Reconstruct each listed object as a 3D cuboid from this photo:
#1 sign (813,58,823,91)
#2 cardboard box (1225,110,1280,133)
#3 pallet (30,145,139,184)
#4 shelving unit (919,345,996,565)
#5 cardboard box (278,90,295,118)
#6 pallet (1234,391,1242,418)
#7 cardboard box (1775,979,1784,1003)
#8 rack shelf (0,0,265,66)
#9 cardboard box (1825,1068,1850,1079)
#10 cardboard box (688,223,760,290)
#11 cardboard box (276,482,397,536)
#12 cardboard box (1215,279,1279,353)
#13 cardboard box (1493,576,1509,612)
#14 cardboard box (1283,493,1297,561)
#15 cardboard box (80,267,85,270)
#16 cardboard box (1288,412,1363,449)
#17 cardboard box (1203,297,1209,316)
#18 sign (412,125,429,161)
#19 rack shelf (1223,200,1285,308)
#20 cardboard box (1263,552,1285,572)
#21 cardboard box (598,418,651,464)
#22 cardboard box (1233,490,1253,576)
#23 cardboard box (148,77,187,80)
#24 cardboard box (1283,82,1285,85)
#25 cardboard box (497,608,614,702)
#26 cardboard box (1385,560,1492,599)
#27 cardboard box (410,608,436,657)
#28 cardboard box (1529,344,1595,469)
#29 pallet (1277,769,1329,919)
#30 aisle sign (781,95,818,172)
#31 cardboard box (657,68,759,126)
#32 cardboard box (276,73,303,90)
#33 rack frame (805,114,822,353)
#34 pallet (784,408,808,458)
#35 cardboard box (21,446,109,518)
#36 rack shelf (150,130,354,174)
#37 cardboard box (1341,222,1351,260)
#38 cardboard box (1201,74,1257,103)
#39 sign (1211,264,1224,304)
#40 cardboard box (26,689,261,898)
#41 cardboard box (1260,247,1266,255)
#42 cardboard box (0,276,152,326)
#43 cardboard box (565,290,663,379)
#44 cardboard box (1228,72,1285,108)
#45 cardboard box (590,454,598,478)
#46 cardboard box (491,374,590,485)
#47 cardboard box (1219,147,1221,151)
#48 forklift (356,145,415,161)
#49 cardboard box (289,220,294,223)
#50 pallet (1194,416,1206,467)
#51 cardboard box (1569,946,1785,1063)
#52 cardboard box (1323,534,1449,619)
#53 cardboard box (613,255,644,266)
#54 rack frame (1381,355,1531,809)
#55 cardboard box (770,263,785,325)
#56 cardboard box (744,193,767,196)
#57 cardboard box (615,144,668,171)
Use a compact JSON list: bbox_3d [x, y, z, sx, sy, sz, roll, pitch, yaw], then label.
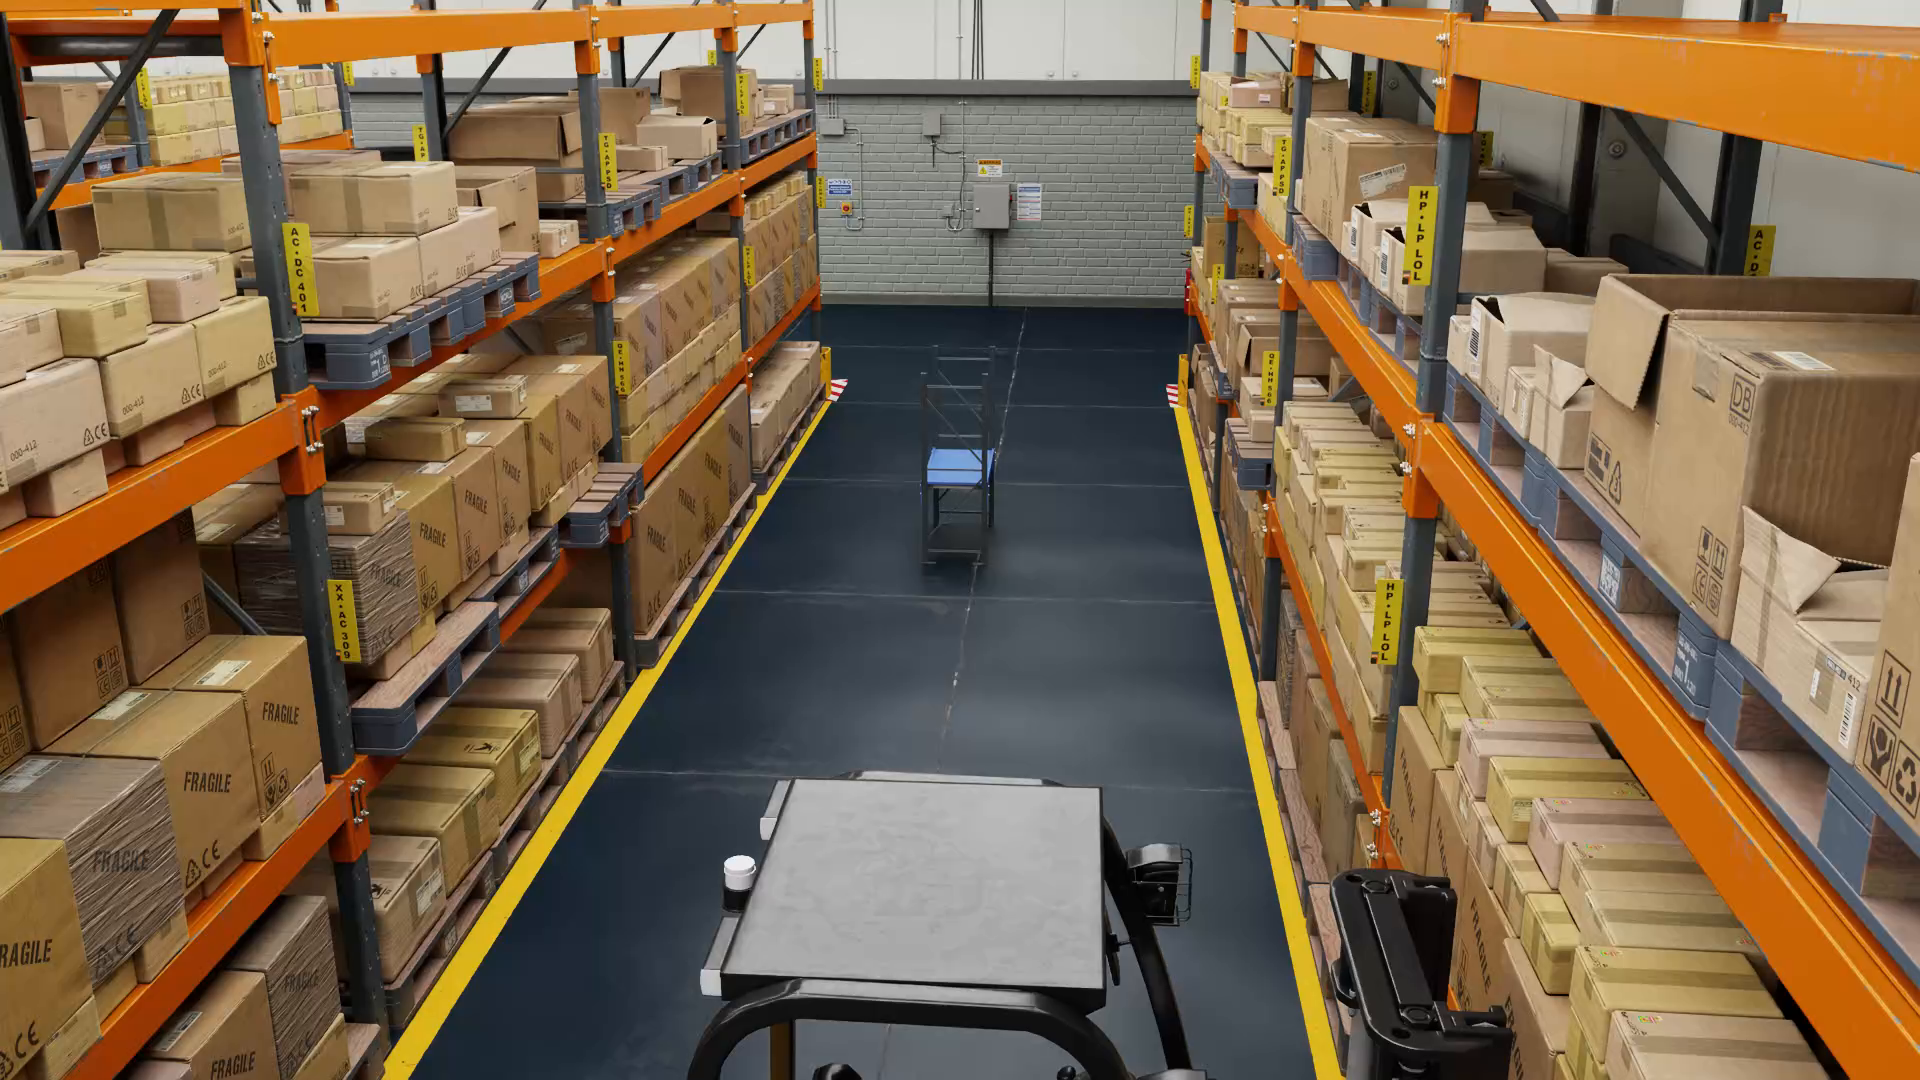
[{"bbox_3d":[-1.472,-4.812,17.179,0.100,0.325,0.005,1,18,4],"label":"sign"},{"bbox_3d":[2.185,-3.117,12.392,0.380,0.149,0.250,1,18,3],"label":"cardboard box"},{"bbox_3d":[-7.394,-3.003,13.256,1.213,0.211,1.003,1,18,4],"label":"pallet"},{"bbox_3d":[-0.006,-0.686,13.109,0.538,1.500,1.048,1,18,4],"label":"shelving unit"},{"bbox_3d":[-6.811,-4.224,16.117,0.500,0.250,0.500,2,18,5],"label":"cardboard box"},{"bbox_3d":[2.500,-0.938,11.778,1.003,0.211,1.213,1,18,4],"label":"pallet"},{"bbox_3d":[2.202,1.045,4.213,0.380,0.149,0.250,1,18,2],"label":"cardboard box"},{"bbox_3d":[-3.016,-1.179,3.730,1.077,0.370,4.000,1,18,4],"label":"rack shelf"},{"bbox_3d":[2.151,1.545,3.729,0.500,0.500,0.500,1,18,3],"label":"cardboard box"},{"bbox_3d":[-2.023,-2.443,14.294,0.500,0.500,0.500,1,18,4],"label":"cardboard box"},{"bbox_3d":[-2.486,-0.128,6.641,0.380,0.149,0.250,1,18,4],"label":"cardboard box"},{"bbox_3d":[2.394,-1.770,13.171,0.700,0.500,0.500,2,18,5],"label":"cardboard box"},{"bbox_3d":[2.408,0.197,6.802,0.380,0.149,0.250,1,18,4],"label":"cardboard box"},{"bbox_3d":[2.049,-0.066,9.047,0.500,0.250,0.500,1,18,3],"label":"cardboard box"},{"bbox_3d":[-7.491,-2.202,14.687,0.500,0.500,0.500,1,18,4],"label":"cardboard box"},{"bbox_3d":[2.031,-0.606,9.253,0.380,0.149,0.250,2,18,5],"label":"cardboard box"},{"bbox_3d":[2.501,-2.214,15.765,0.380,0.149,0.250,2,18,5],"label":"cardboard box"},{"bbox_3d":[-3.139,-2.259,9.725,0.100,0.325,0.005,1,18,4],"label":"sign"},{"bbox_3d":[2.509,-2.130,11.445,1.077,0.370,4.000,1,18,4],"label":"rack shelf"},{"bbox_3d":[2.148,0.096,10.612,0.380,0.149,0.250,0,18,1],"label":"cardboard box"},{"bbox_3d":[-2.300,-0.610,10.709,0.500,0.250,0.500,1,18,3],"label":"cardboard box"},{"bbox_3d":[2.281,-0.053,12.107,0.500,0.500,0.500,1,18,2],"label":"cardboard box"},{"bbox_3d":[-7.429,-4.222,15.472,0.380,0.149,0.250,1,18,3],"label":"cardboard box"},{"bbox_3d":[3.029,-3.867,14.551,0.500,0.250,0.500,1,18,3],"label":"cardboard box"},{"bbox_3d":[-2.636,0.689,10.048,0.950,0.372,0.625,0,18,0],"label":"cardboard box"},{"bbox_3d":[1.952,0.195,6.809,0.380,0.149,0.250,1,18,4],"label":"cardboard box"},{"bbox_3d":[-2.491,0.385,7.160,0.380,0.149,0.250,2,18,5],"label":"cardboard box"},{"bbox_3d":[1.669,-0.338,4.200,0.396,0.266,0.258,1,18,3],"label":"cardboard box"},{"bbox_3d":[2.177,1.532,8.408,1.003,0.211,1.213,1,18,4],"label":"pallet"},{"bbox_3d":[-1.698,-4.271,17.464,0.394,0.787,0.004,1,18,4],"label":"aisle sign"},{"bbox_3d":[-2.234,-3.919,14.747,0.797,0.503,0.637,3,18,8],"label":"cardboard box"},{"bbox_3d":[-6.732,-4.532,16.416,0.380,0.149,0.250,2,18,5],"label":"cardboard box"},{"bbox_3d":[-2.012,-3.020,17.822,1.000,3.000,0.127,1,18,4],"label":"rack frame"},{"bbox_3d":[-2.082,-1.067,16.339,1.003,0.211,1.213,1,18,4],"label":"pallet"},{"bbox_3d":[-2.679,-0.175,4.725,0.380,0.149,0.250,2,18,5],"label":"cardboard box"},{"bbox_3d":[-7.100,-3.561,15.812,1.077,0.370,4.000,1,18,4],"label":"rack shelf"},{"bbox_3d":[1.910,-1.324,7.398,0.380,0.149,0.250,1,18,3],"label":"cardboard box"},{"bbox_3d":[2.601,-4.353,16.035,0.500,0.250,0.500,1,18,4],"label":"cardboard box"},{"bbox_3d":[2.110,-2.089,13.591,0.100,0.325,0.005,1,18,4],"label":"sign"},{"bbox_3d":[-2.686,0.822,5.459,0.500,0.500,0.500,2,18,6],"label":"cardboard box"},{"bbox_3d":[3.171,-2.831,17.010,0.500,0.250,0.500,2,18,6],"label":"cardboard box"},{"bbox_3d":[-2.728,-0.713,5.088,0.380,0.149,0.250,2,18,5],"label":"cardboard box"},{"bbox_3d":[-2.281,-1.360,10.989,0.500,0.500,0.500,1,18,4],"label":"cardboard box"},{"bbox_3d":[2.282,-3.473,12.814,0.396,0.266,0.258,1,18,3],"label":"cardboard box"},{"bbox_3d":[-2.322,-0.423,9.627,0.380,0.149,0.250,2,18,5],"label":"cardboard box"},{"bbox_3d":[-2.367,-0.615,9.171,0.500,0.500,0.500,1,18,3],"label":"cardboard box"},{"bbox_3d":[2.514,-3.488,14.838,0.380,0.149,0.250,1,18,4],"label":"cardboard box"},{"bbox_3d":[-4.852,-1.847,14.353,1.130,2.935,3.031,2,18,7],"label":"forklift"},{"bbox_3d":[-2.934,-1.188,6.981,0.500,0.250,0.500,2,18,5],"label":"cardboard box"},{"bbox_3d":[2.787,-0.936,15.940,1.003,0.211,1.213,1,18,4],"label":"pallet"},{"bbox_3d":[1.599,1.047,3.729,0.380,0.149,0.250,2,18,5],"label":"cardboard box"},{"bbox_3d":[1.931,0.174,7.513,0.500,0.250,0.500,2,18,5],"label":"cardboard box"},{"bbox_3d":[-2.665,-1.856,12.502,0.500,0.500,0.500,1,18,3],"label":"cardboard box"},{"bbox_3d":[2.079,0.817,6.113,1.000,3.000,0.127,1,18,4],"label":"rack frame"},{"bbox_3d":[-1.922,-2.275,15.389,0.500,0.500,0.500,1,18,4],"label":"cardboard box"},{"bbox_3d":[-1.976,-3.098,15.254,0.380,0.149,0.250,1,18,4],"label":"cardboard box"},{"bbox_3d":[-2.285,-2.701,11.732,0.380,0.166,0.250,3,18,9],"label":"cardboard box"}]
